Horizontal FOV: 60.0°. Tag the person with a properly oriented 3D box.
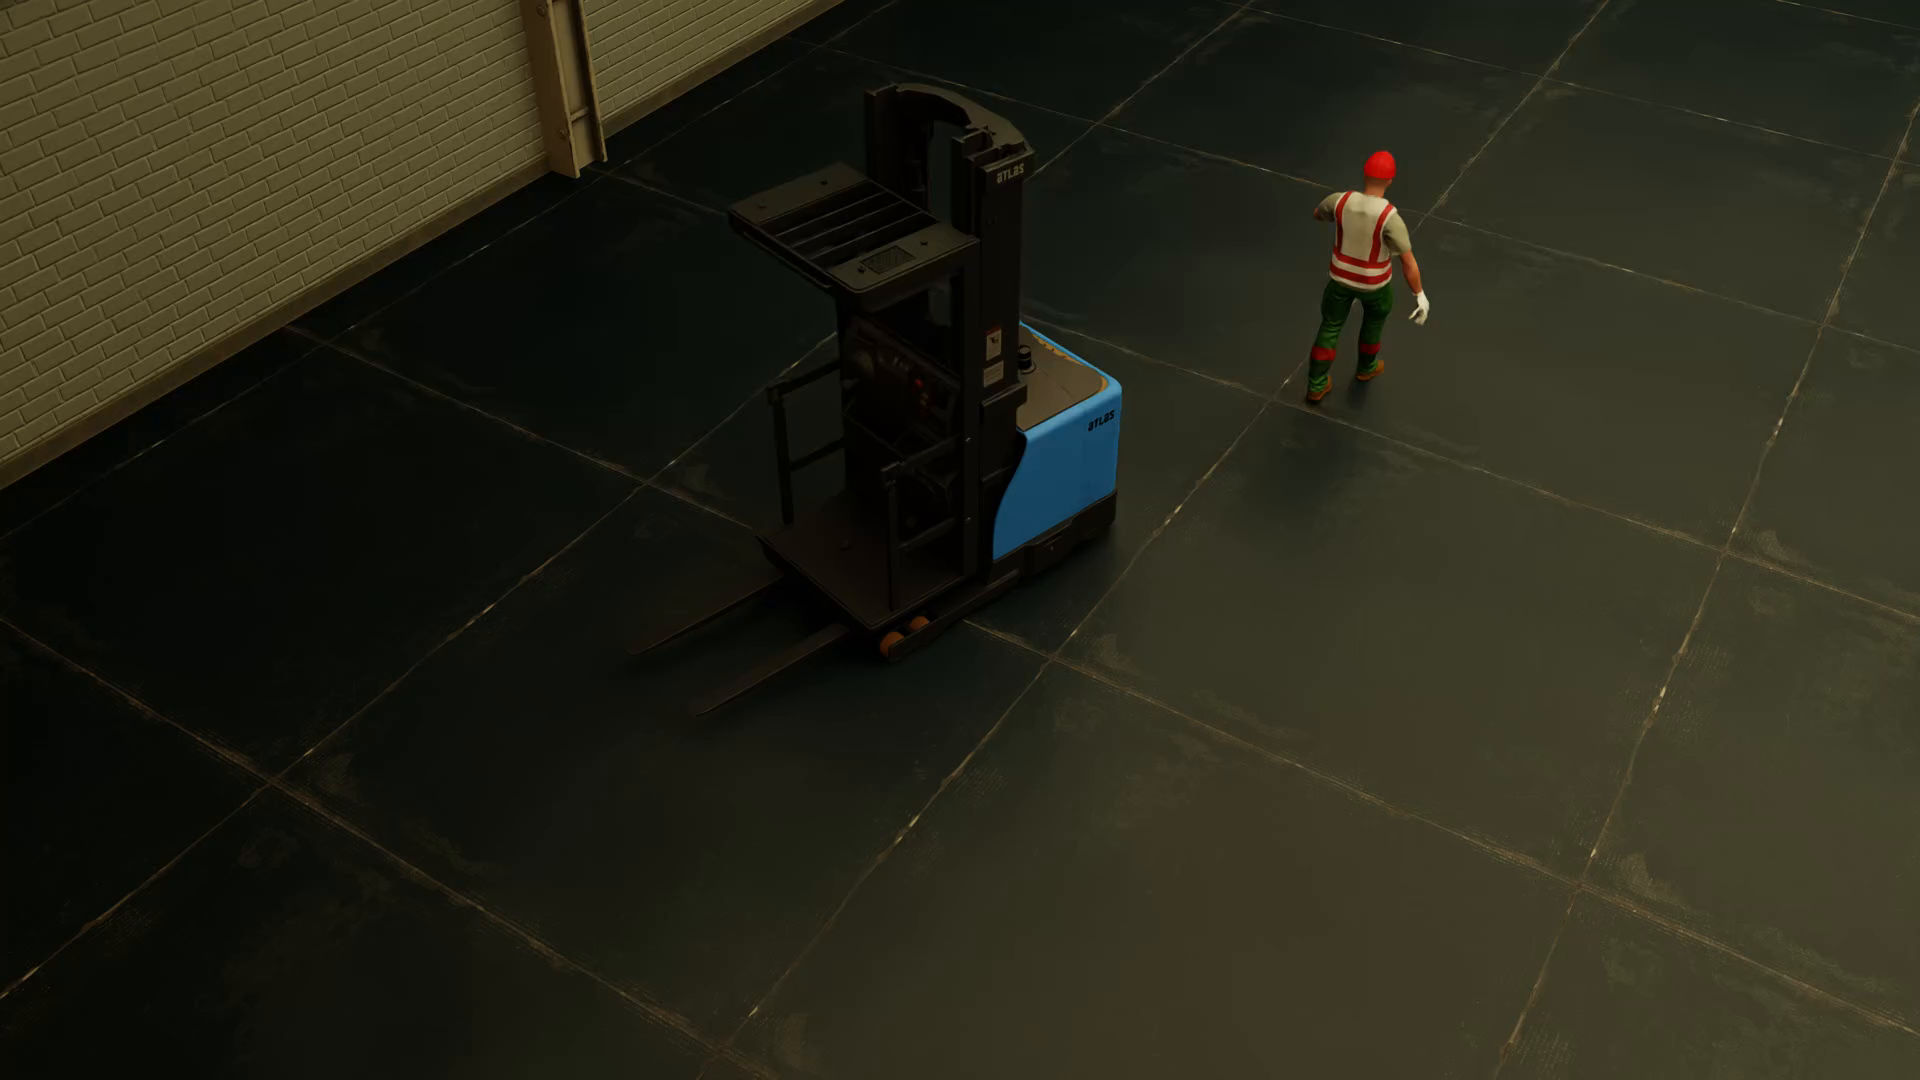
[{"bbox_3d":[2.691,-1.759,10.947,1.001,1.652,0.751,24,46,25],"label":"person"}]

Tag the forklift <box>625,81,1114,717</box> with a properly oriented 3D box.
[{"bbox_3d":[-0.489,-0.820,8.934,3.031,2.935,1.121,-29,48,-30],"label":"forklift"}]
